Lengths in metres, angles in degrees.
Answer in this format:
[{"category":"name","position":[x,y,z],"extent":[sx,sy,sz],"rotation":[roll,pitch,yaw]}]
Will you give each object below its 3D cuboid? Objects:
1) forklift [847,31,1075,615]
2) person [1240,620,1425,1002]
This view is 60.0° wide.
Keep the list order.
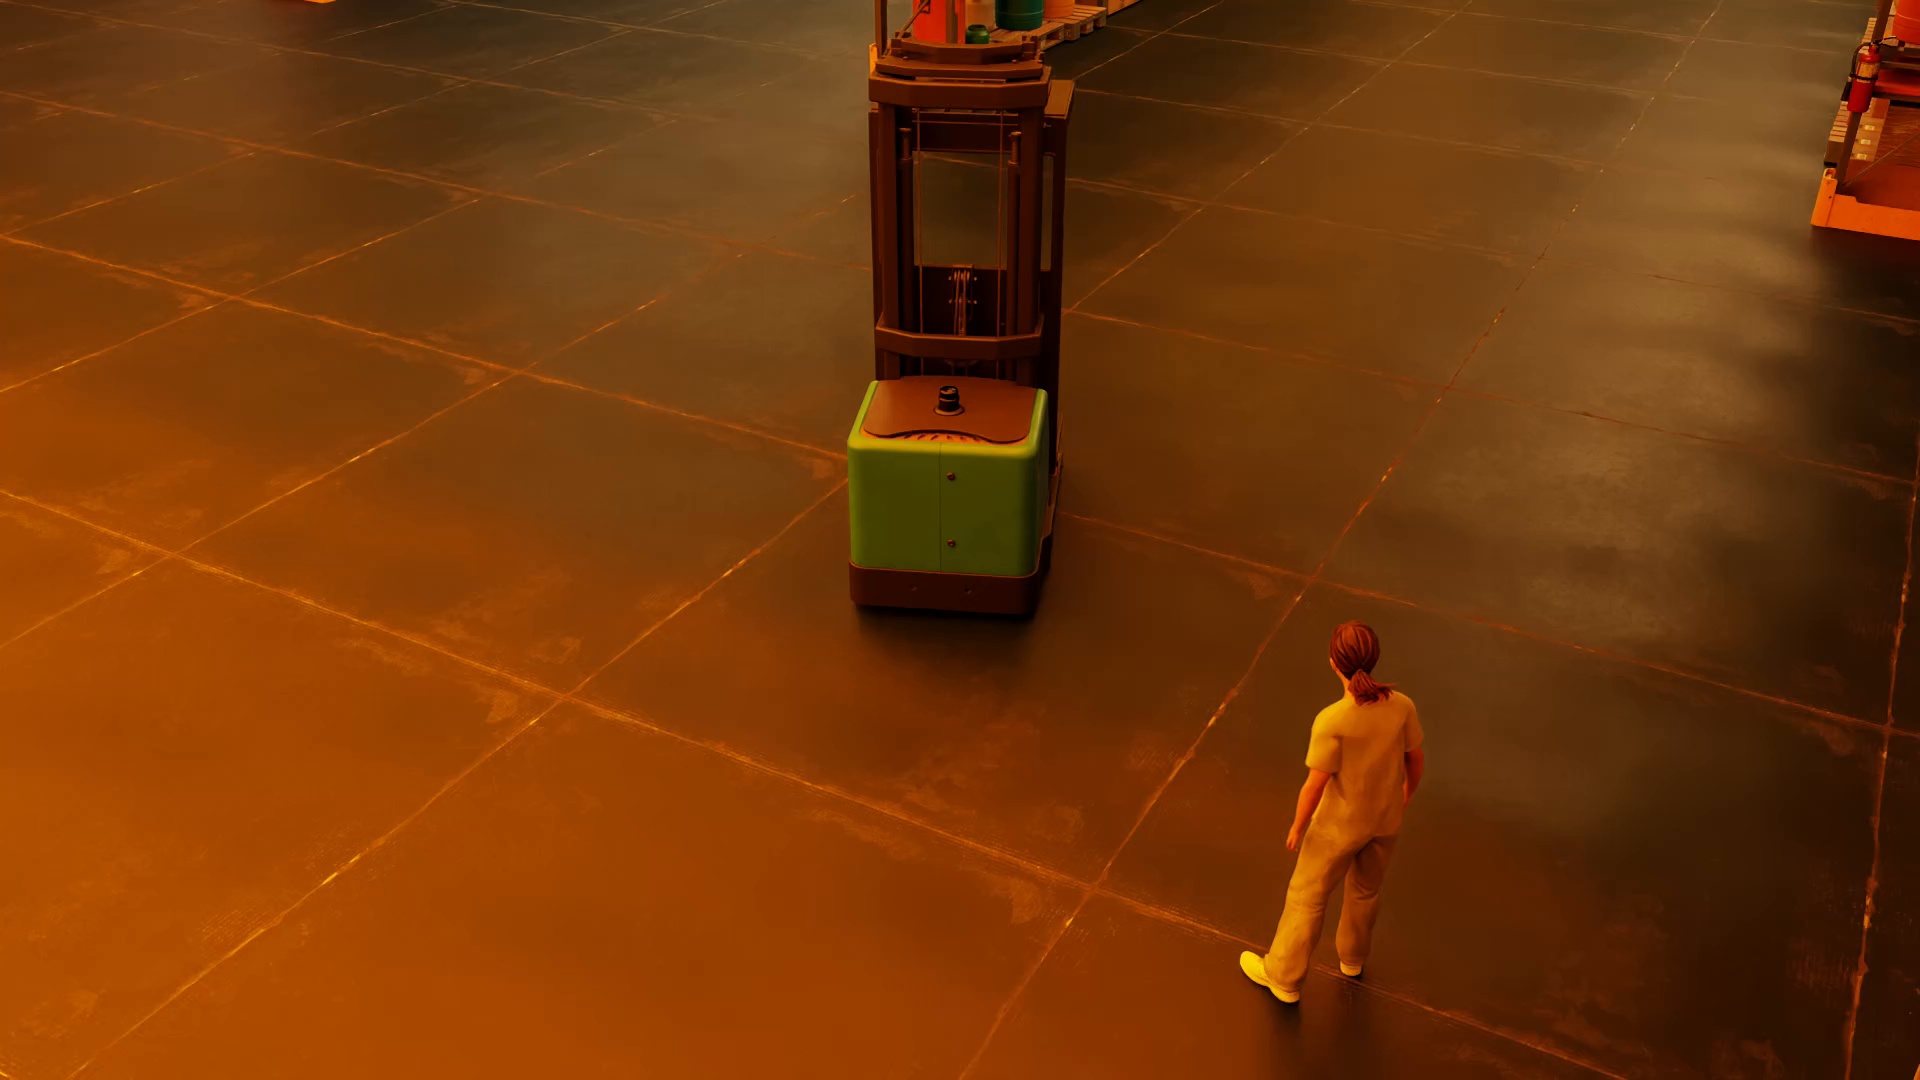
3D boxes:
[{"category":"forklift","position":[0.072,-1.572,9.794],"extent":[1.130,2.935,3.031],"rotation":[3,30,6]},{"category":"person","position":[1.490,1.070,6.483],"extent":[0.612,1.673,0.402],"rotation":[-10,31,-16]}]
